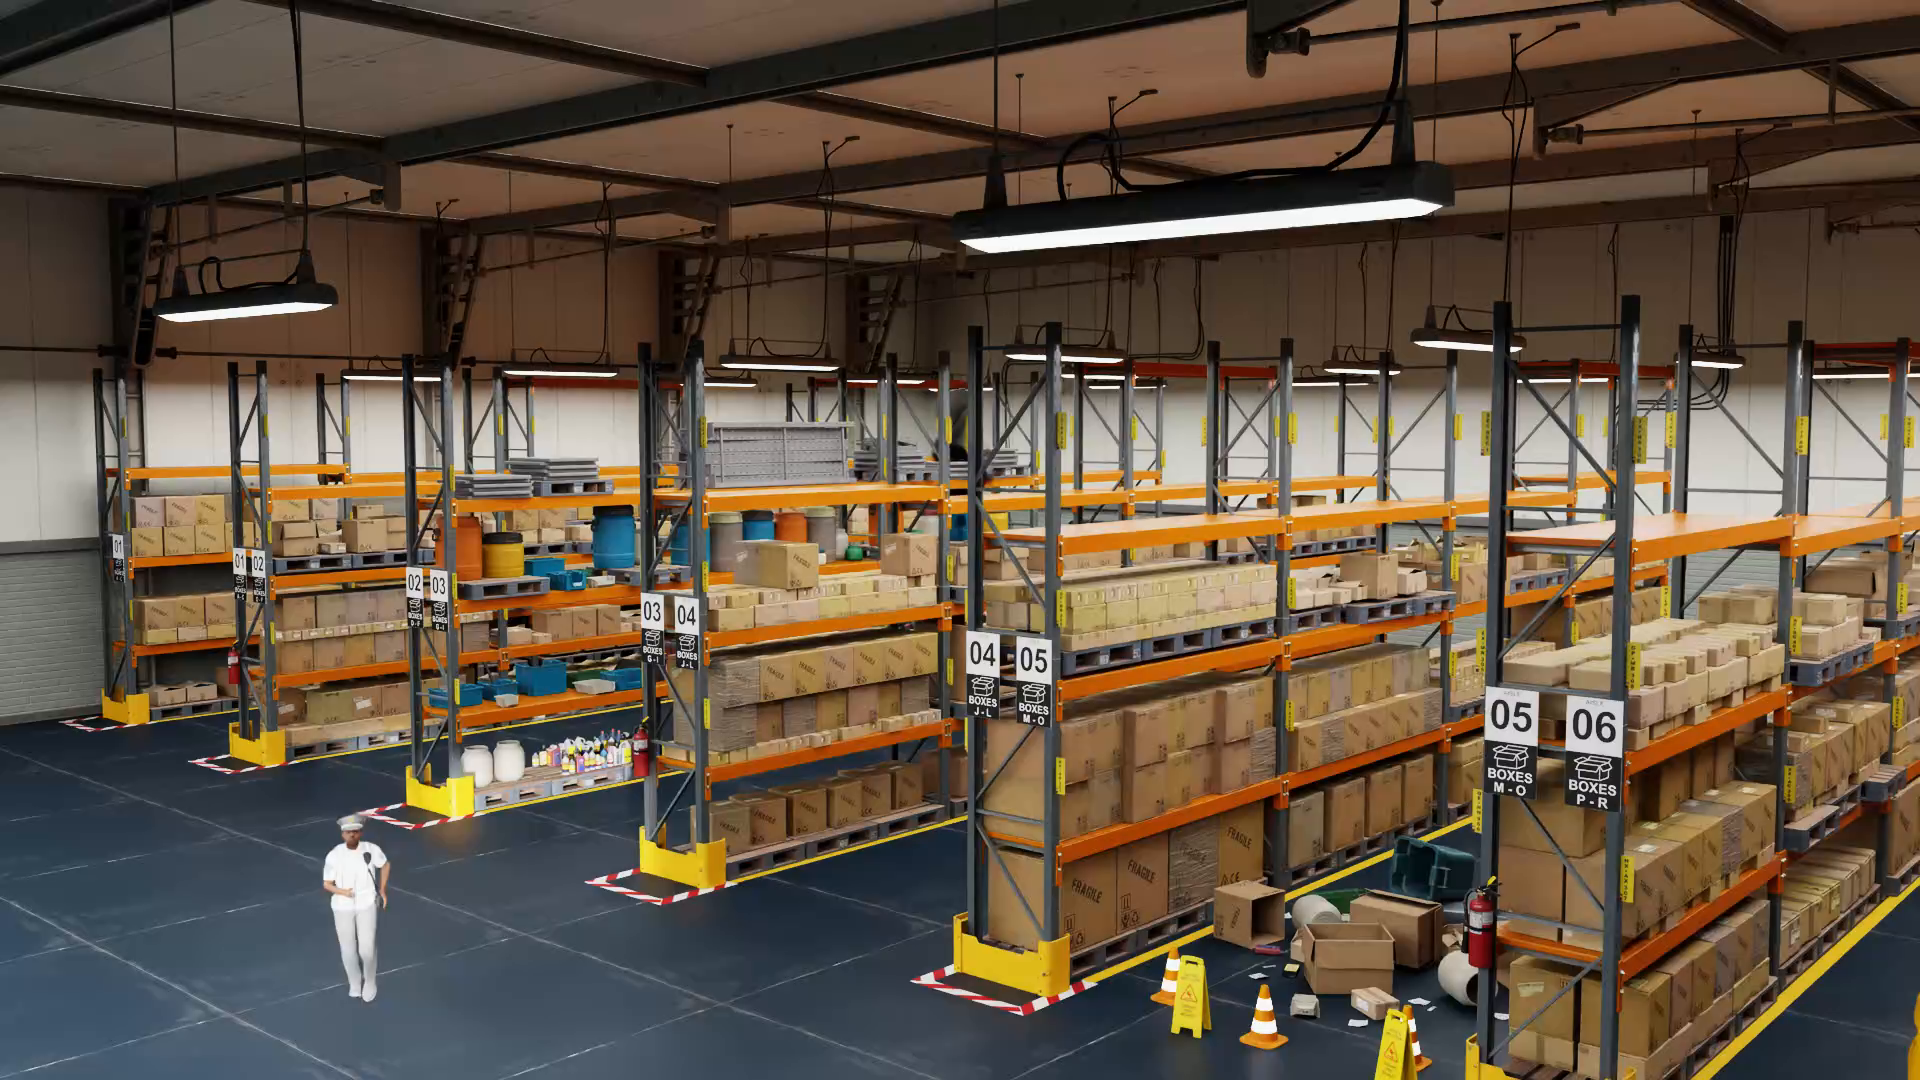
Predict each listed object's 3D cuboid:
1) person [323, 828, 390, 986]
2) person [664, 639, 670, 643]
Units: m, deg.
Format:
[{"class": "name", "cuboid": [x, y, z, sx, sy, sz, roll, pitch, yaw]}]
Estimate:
[{"class": "person", "cuboid": [-5.304, 3.218, 14.622, 0.544, 1.544, 0.637, -1, 4, -16]}, {"class": "person", "cuboid": [-5.776, 1.732, 33.965, 0.695, 1.657, 0.791, 4, 6, 42]}]
